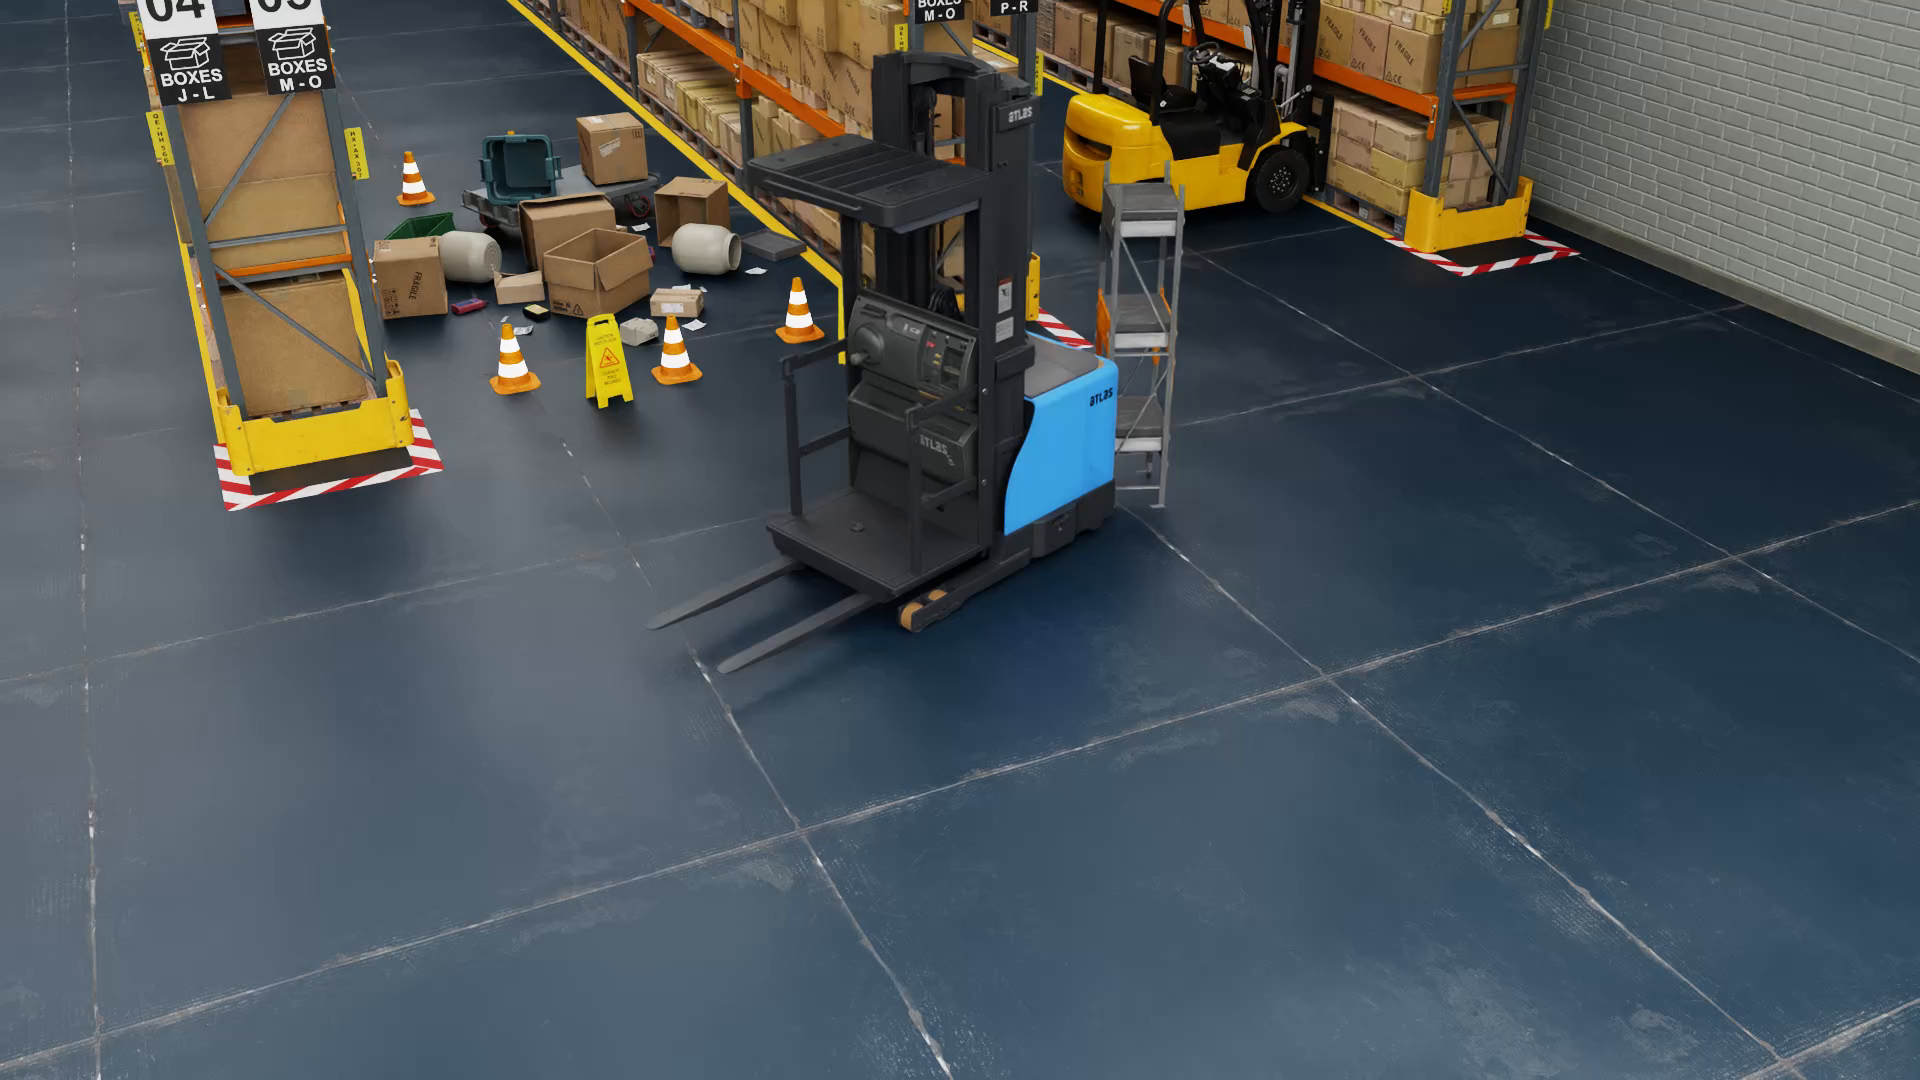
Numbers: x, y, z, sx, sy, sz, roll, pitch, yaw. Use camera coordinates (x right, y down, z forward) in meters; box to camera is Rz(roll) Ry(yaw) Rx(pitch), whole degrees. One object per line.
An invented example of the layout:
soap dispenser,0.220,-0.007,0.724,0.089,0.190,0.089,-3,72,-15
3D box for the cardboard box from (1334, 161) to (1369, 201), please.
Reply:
cardboard box,3.878,-3.403,15.607,0.500,0.250,0.500,-13,32,-22

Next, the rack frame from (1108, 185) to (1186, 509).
rack frame,1.099,-1.122,10.078,0.400,2.100,0.015,-2,29,-3

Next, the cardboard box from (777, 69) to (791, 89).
cardboard box,-1.411,-4.135,14.787,0.380,0.149,0.250,-12,31,-20

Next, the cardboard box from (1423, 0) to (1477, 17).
cardboard box,4.226,-4.627,14.337,0.380,0.149,0.250,-13,32,-22

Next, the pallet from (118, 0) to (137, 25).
pallet,-8.175,-5.671,17.466,1.213,0.211,1.003,-13,32,-22

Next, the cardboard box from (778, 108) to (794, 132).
cardboard box,-1.397,-3.762,14.816,0.380,0.149,0.250,-12,31,-20

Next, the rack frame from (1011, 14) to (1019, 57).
rack frame,1.136,-7.590,20.692,1.000,3.000,0.127,-13,32,-22

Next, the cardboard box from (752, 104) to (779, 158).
cardboard box,-1.619,-3.773,15.500,0.500,0.500,0.500,-12,31,-20

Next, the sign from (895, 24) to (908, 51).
sign,-0.421,-3.548,11.976,0.100,0.325,0.005,-13,32,-22

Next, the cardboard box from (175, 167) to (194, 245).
cardboard box,-4.794,-2.387,11.259,0.875,0.550,0.550,-13,32,-22

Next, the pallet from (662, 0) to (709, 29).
pallet,-2.459,-5.597,17.333,1.003,0.211,1.213,-13,32,-22

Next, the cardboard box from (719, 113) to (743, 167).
cardboard box,-1.856,-4.048,16.632,0.950,0.372,0.625,-13,32,-21

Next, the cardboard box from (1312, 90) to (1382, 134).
cardboard box,3.641,-4.059,15.755,0.500,0.250,0.500,-13,32,-21

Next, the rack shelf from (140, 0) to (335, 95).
rack shelf,-5.197,-3.807,11.613,1.077,0.370,4.000,-13,32,-22

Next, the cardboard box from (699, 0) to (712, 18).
cardboard box,-2.339,-5.249,16.344,0.380,0.149,0.250,-14,32,-23

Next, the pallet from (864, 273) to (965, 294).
pallet,-0.260,-2.196,13.923,1.003,0.211,1.213,-13,32,-22

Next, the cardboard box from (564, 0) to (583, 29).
cardboard box,-4.724,-7.313,21.940,0.875,0.875,0.875,-12,31,-20

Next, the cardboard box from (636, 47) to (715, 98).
cardboard box,-3.112,-5.332,18.922,0.950,0.372,0.625,-15,33,-25

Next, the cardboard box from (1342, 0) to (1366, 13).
cardboard box,3.722,-4.931,15.185,0.380,0.149,0.250,-14,32,-24

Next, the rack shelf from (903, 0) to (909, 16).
rack shelf,-0.770,-4.891,13.546,1.077,0.370,4.000,-13,32,-22

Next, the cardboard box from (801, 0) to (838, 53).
cardboard box,-0.850,-4.231,13.272,0.700,0.500,0.500,-13,32,-23

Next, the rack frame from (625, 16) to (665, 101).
rack frame,-3.345,-6.546,18.830,1.000,3.000,0.127,-13,32,-22

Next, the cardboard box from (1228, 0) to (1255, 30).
cardboard box,3.047,-5.390,16.665,0.500,0.500,0.500,-13,32,-21

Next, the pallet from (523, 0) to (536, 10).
pallet,-5.846,-7.989,24.254,1.003,0.211,1.213,-13,32,-22

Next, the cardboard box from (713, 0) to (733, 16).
cardboard box,-2.034,-5.292,15.757,0.500,0.500,0.500,-14,32,-23

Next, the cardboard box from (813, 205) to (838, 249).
cardboard box,-0.946,-2.757,14.455,0.500,0.250,0.500,-14,32,-24

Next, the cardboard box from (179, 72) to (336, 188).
cardboard box,-4.463,-2.637,10.601,0.875,0.550,0.550,-13,32,-22

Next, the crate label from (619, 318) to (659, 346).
crate label,-2.511,-1.634,12.997,0.298,0.136,0.250,19,34,30

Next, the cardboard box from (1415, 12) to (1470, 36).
cardboard box,4.169,-4.477,14.375,0.380,0.149,0.250,-13,32,-21

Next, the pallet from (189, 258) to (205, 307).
pallet,-5.800,-2.127,13.800,1.003,0.211,1.213,-13,32,-22

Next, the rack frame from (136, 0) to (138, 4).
rack frame,-4.338,-4.545,9.128,1.000,3.000,0.127,-13,32,-22

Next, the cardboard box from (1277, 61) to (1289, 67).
cardboard box,3.470,-4.846,17.157,0.500,0.250,0.500,-14,32,-23

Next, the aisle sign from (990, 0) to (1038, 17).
aisle sign,0.396,-4.184,11.960,0.394,0.787,0.004,-13,32,-22

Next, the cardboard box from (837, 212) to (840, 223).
cardboard box,-0.718,-2.852,13.858,0.500,0.500,0.500,-12,31,-20

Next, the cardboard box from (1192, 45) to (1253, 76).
cardboard box,2.778,-4.964,17.368,0.500,0.250,0.500,-14,32,-23

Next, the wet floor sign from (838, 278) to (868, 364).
wet floor sign,-0.796,-1.677,12.554,0.267,0.644,0.232,-3,29,-5

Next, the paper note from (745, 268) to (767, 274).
paper note,-1.756,-2.323,14.335,0.148,0.019,0.142,26,38,38

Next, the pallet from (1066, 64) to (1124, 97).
pallet,1.974,-5.464,19.751,1.003,0.211,1.213,-13,32,-22

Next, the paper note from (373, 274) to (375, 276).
paper note,-4.949,-2.294,14.282,0.142,0.020,0.147,13,32,21

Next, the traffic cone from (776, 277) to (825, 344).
traffic cone,-1.261,-1.825,13.005,0.336,0.463,0.334,-13,32,-22

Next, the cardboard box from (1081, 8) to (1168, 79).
cardboard box,1.968,-5.875,19.632,0.875,0.625,0.625,-14,32,-24

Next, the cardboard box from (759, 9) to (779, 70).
cardboard box,-1.454,-4.483,14.744,0.500,0.500,0.500,-13,32,-22

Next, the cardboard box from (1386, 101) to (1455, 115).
cardboard box,4.317,-3.948,15.557,0.500,0.250,0.500,-13,32,-22

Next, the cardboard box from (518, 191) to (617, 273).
cardboard box,-3.361,-2.639,14.275,0.797,0.637,0.503,-13,32,-22

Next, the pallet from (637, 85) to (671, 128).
pallet,-3.011,-4.985,18.896,1.003,0.211,1.213,-13,32,-22

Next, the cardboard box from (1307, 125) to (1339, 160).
cardboard box,3.633,-3.855,15.902,0.500,0.250,0.500,-14,32,-23

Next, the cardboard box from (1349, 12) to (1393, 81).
cardboard box,3.908,-4.493,15.067,0.500,0.500,0.500,-12,31,-20

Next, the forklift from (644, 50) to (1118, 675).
forklift,-0.417,-1.044,9.088,1.130,2.935,3.031,25,38,37

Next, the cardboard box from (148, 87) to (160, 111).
cardboard box,-7.214,-3.991,16.144,1.050,0.750,0.750,-13,32,-21

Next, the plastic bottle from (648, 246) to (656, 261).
plastic bottle,-2.768,-2.534,14.679,0.133,0.061,0.283,-8,30,-13

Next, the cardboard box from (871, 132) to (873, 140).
cardboard box,-0.474,-3.112,12.962,0.380,0.149,0.250,-13,32,-23

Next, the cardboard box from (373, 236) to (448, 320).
cardboard box,-4.462,-2.136,13.518,0.500,0.500,0.500,-8,30,-13

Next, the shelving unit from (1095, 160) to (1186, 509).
shelving unit,1.084,-1.241,10.290,0.431,2.100,0.503,-2,29,-3

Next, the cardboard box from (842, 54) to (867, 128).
cardboard box,-0.604,-3.590,13.152,0.500,0.500,0.500,-13,32,-22

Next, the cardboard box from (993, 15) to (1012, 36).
cardboard box,0.760,-6.825,21.453,0.500,0.500,0.500,-12,31,-21

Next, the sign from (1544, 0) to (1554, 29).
sign,5.074,-4.582,14.362,0.100,0.325,0.005,-13,32,-22
